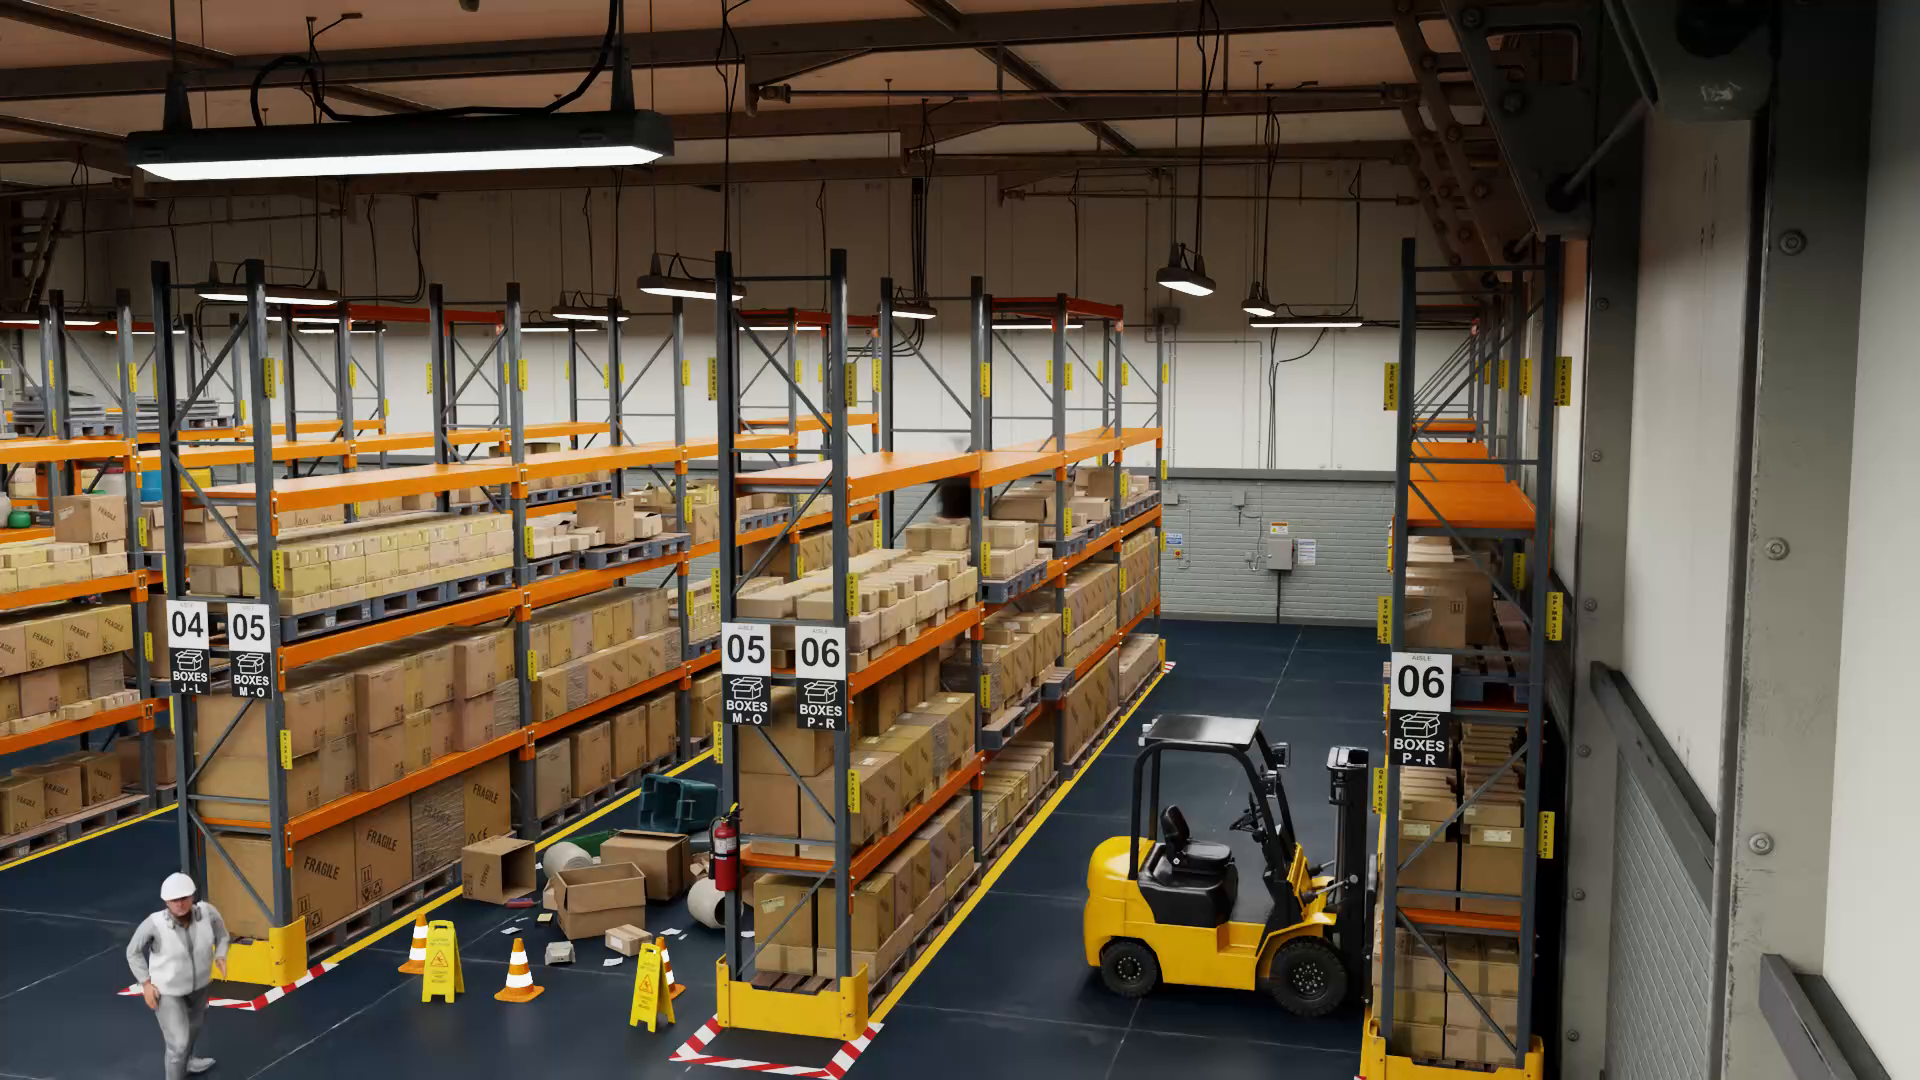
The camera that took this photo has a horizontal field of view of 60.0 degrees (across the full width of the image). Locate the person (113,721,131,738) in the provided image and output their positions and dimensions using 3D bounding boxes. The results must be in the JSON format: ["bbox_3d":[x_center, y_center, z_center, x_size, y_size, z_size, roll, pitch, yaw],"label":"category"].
[{"bbox_3d":[-10.905,1.980,21.877,0.697,1.789,0.720,1,6,7],"label":"person"}]

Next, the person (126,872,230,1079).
[{"bbox_3d":[-5.439,3.106,11.672,0.897,1.703,0.708,4,7,33],"label":"person"}]
